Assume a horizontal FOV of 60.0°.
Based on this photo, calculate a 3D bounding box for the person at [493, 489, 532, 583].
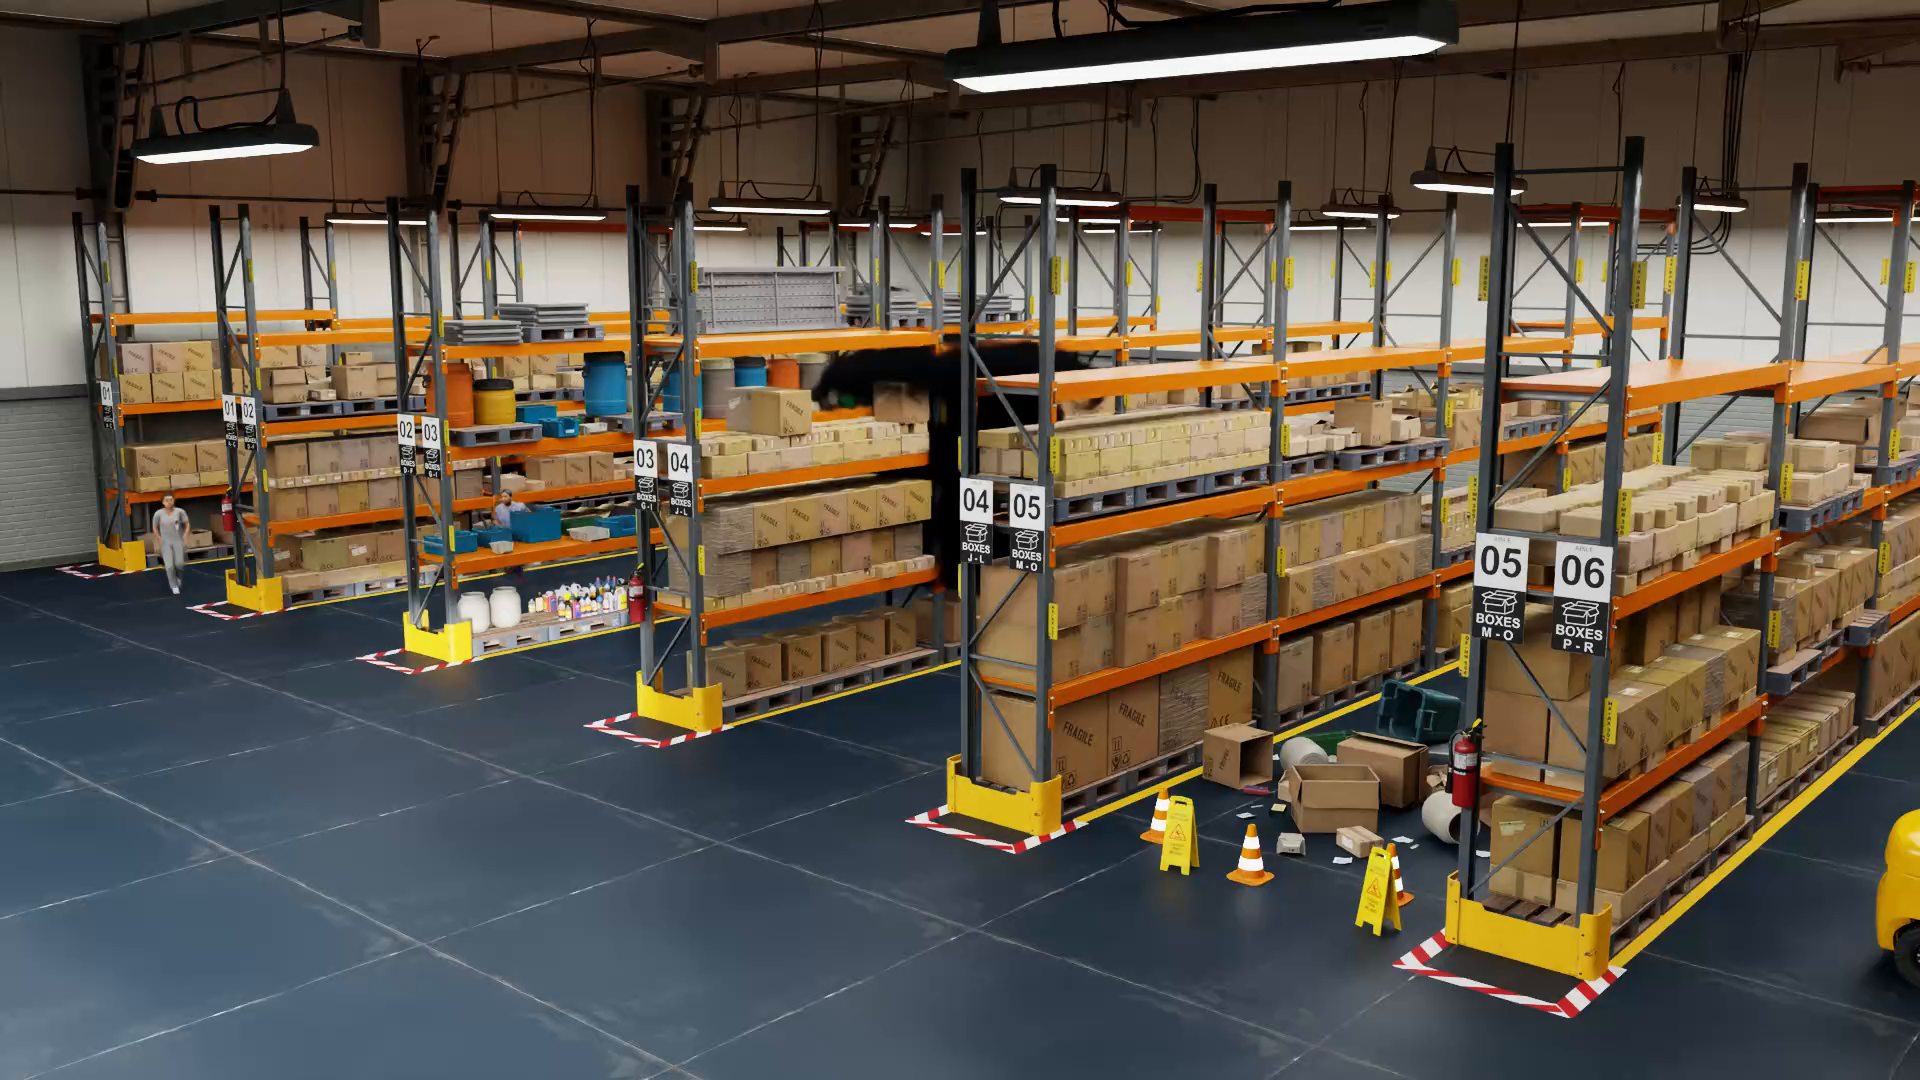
[{"bbox_3d":[-7.112,-0.052,26.500,0.570,1.589,0.983,1,10,6],"label":"person"}]

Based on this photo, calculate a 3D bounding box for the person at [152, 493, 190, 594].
[{"bbox_3d":[-12.389,0.047,26.153,0.536,1.619,0.528,-4,10,-24],"label":"person"}]

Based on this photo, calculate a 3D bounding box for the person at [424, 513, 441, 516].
[{"bbox_3d":[-9.644,-0.606,30.336,0.680,1.534,0.861,2,10,10],"label":"person"}]
